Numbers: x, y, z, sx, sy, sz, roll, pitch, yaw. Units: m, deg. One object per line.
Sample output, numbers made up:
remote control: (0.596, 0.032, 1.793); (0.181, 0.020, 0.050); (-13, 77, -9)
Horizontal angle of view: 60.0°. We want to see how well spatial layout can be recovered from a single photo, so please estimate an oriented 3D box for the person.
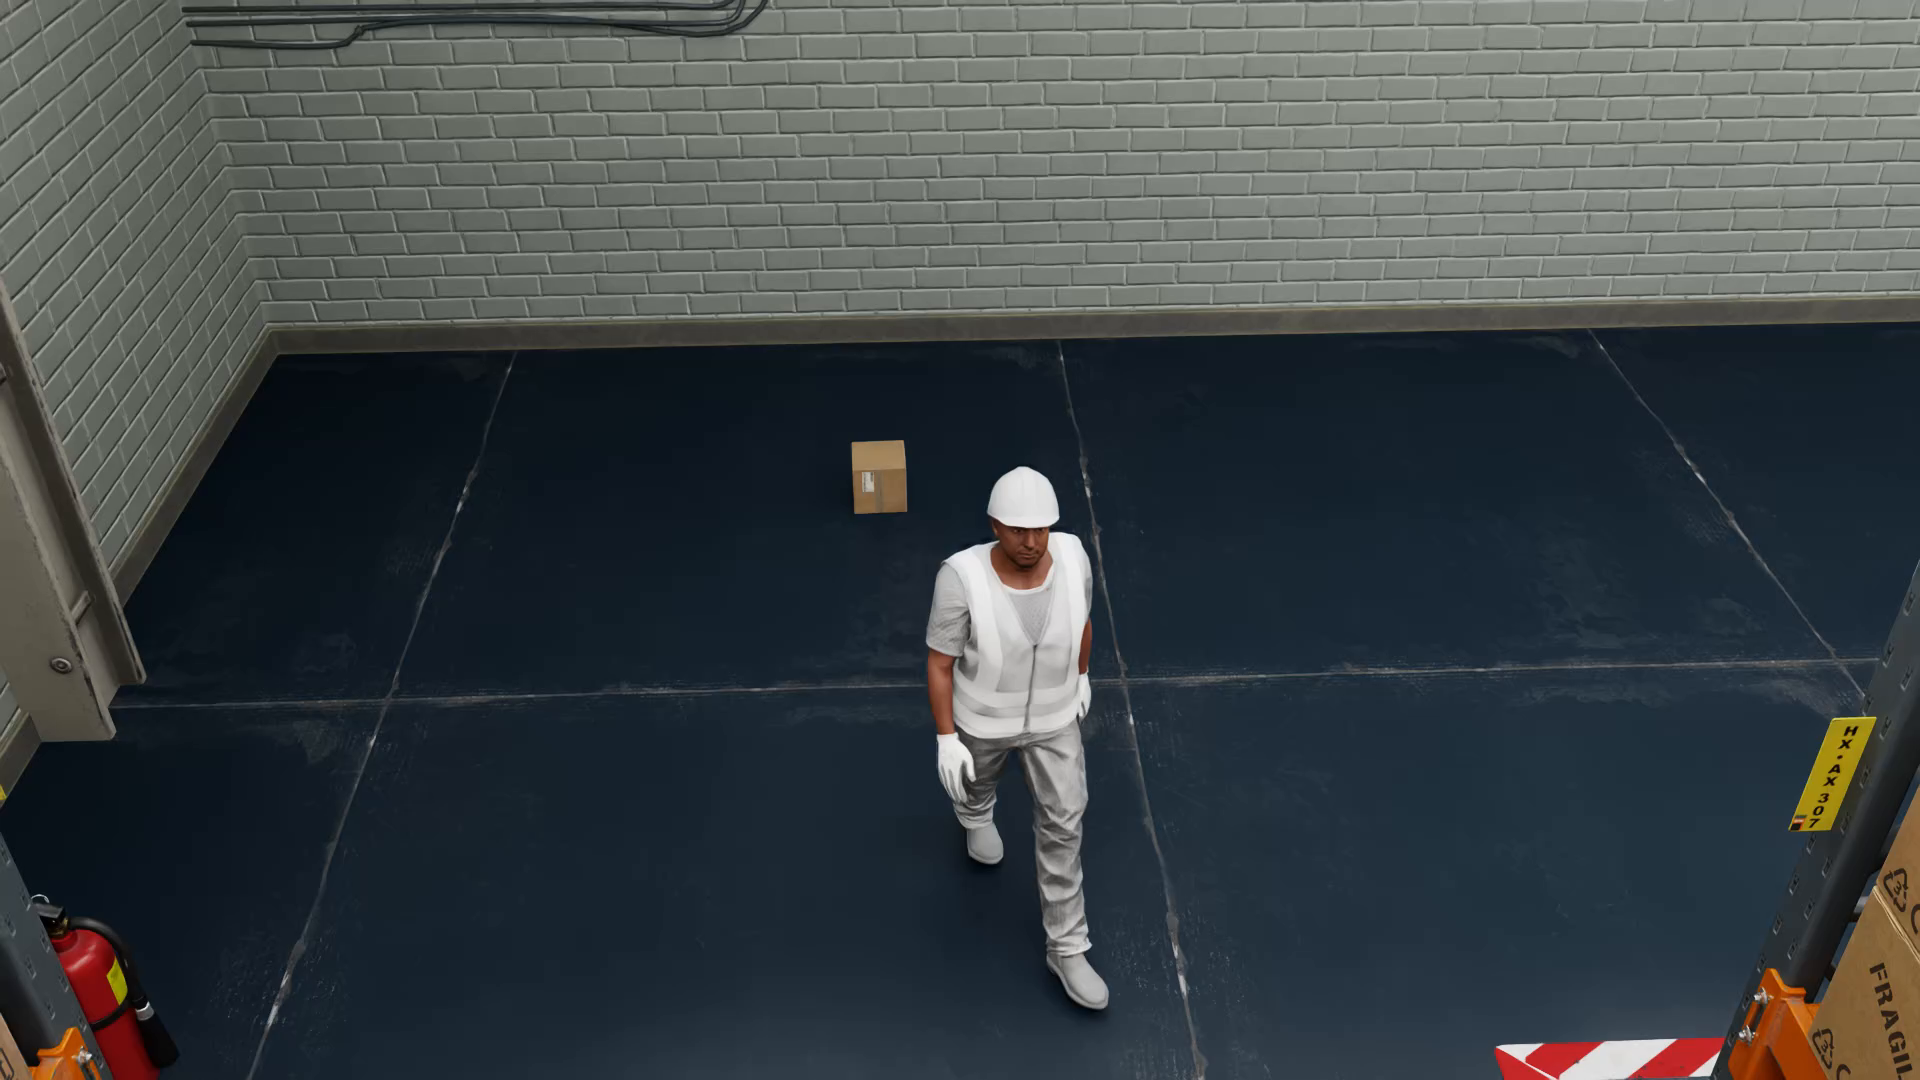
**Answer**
person: (0.196, 0.583, 5.276); (0.597, 1.730, 1.012); (-8, 36, -11)
